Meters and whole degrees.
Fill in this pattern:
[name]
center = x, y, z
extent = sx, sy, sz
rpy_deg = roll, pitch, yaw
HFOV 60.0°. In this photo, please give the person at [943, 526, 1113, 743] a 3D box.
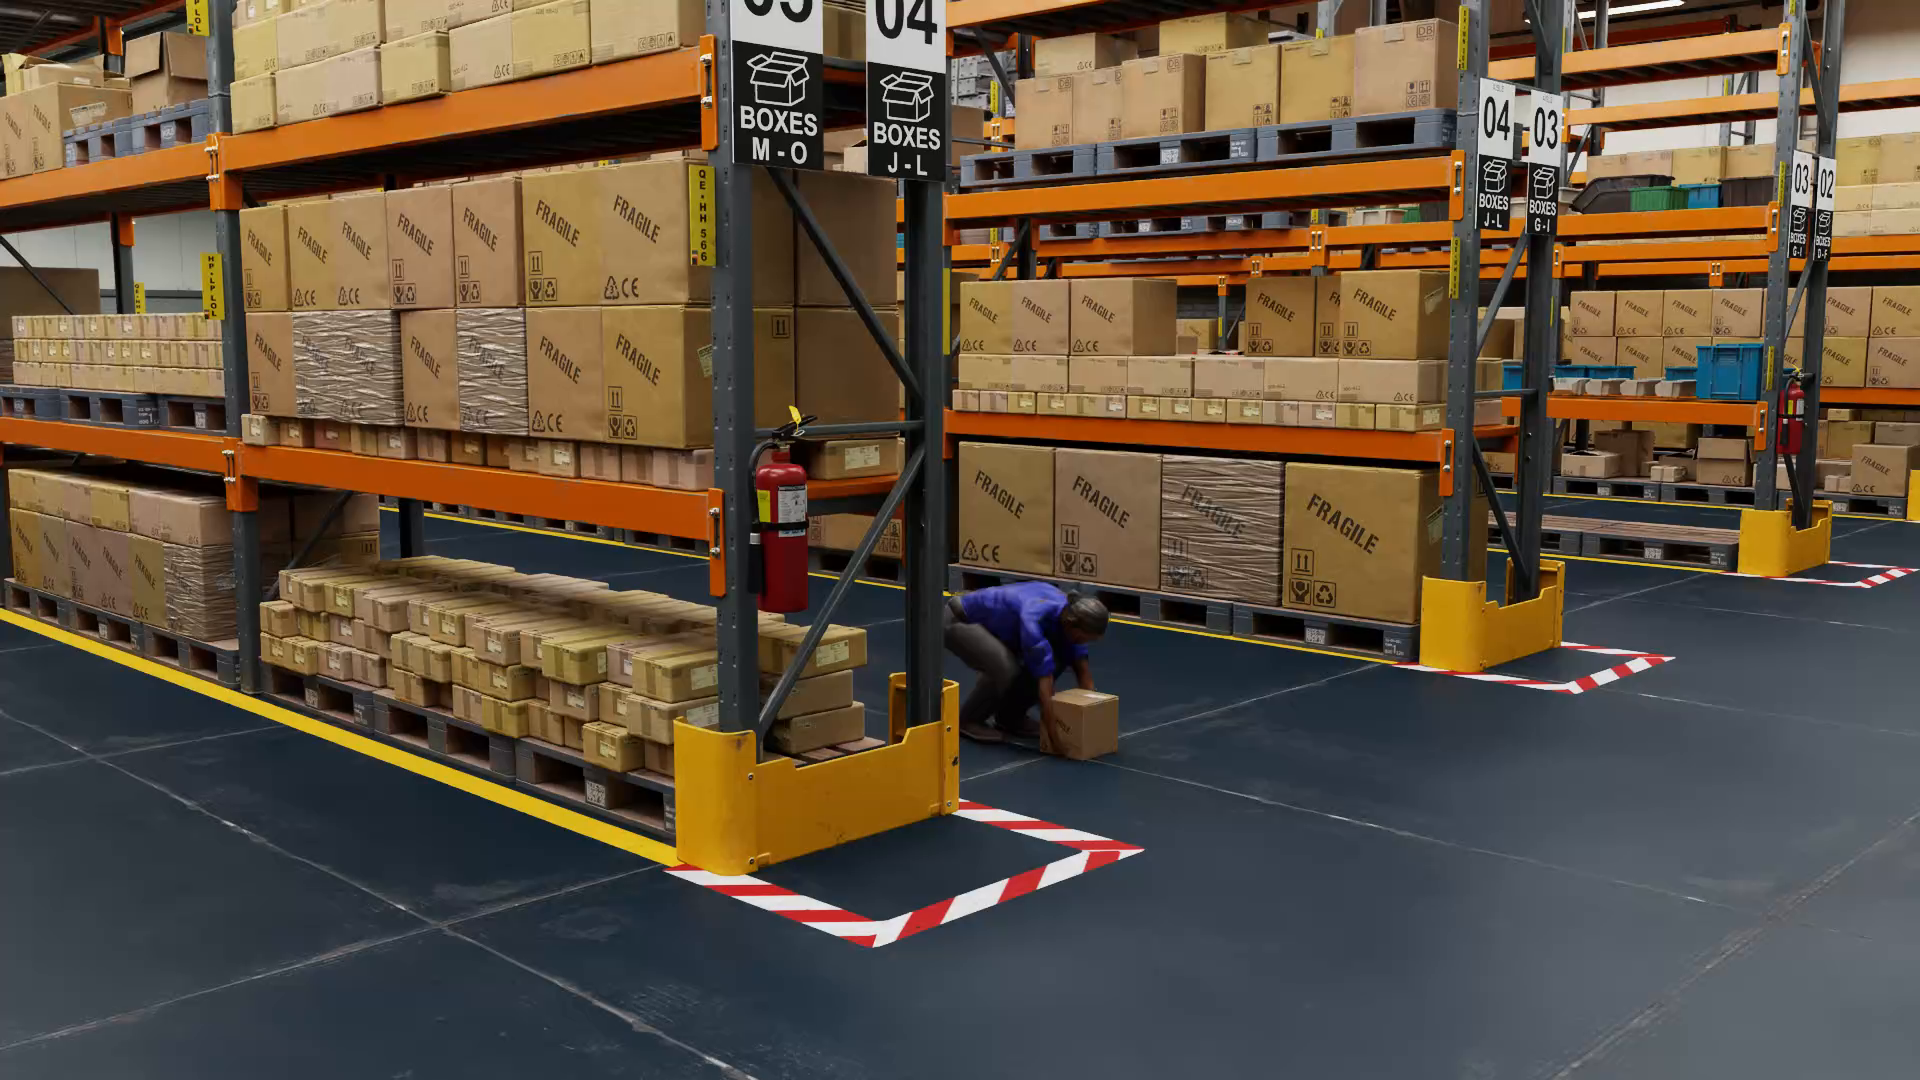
[person]
center = 0.315, 0.430, 7.550
extent = 0.878, 0.991, 0.425
rpy_deg = 6, 10, 41
